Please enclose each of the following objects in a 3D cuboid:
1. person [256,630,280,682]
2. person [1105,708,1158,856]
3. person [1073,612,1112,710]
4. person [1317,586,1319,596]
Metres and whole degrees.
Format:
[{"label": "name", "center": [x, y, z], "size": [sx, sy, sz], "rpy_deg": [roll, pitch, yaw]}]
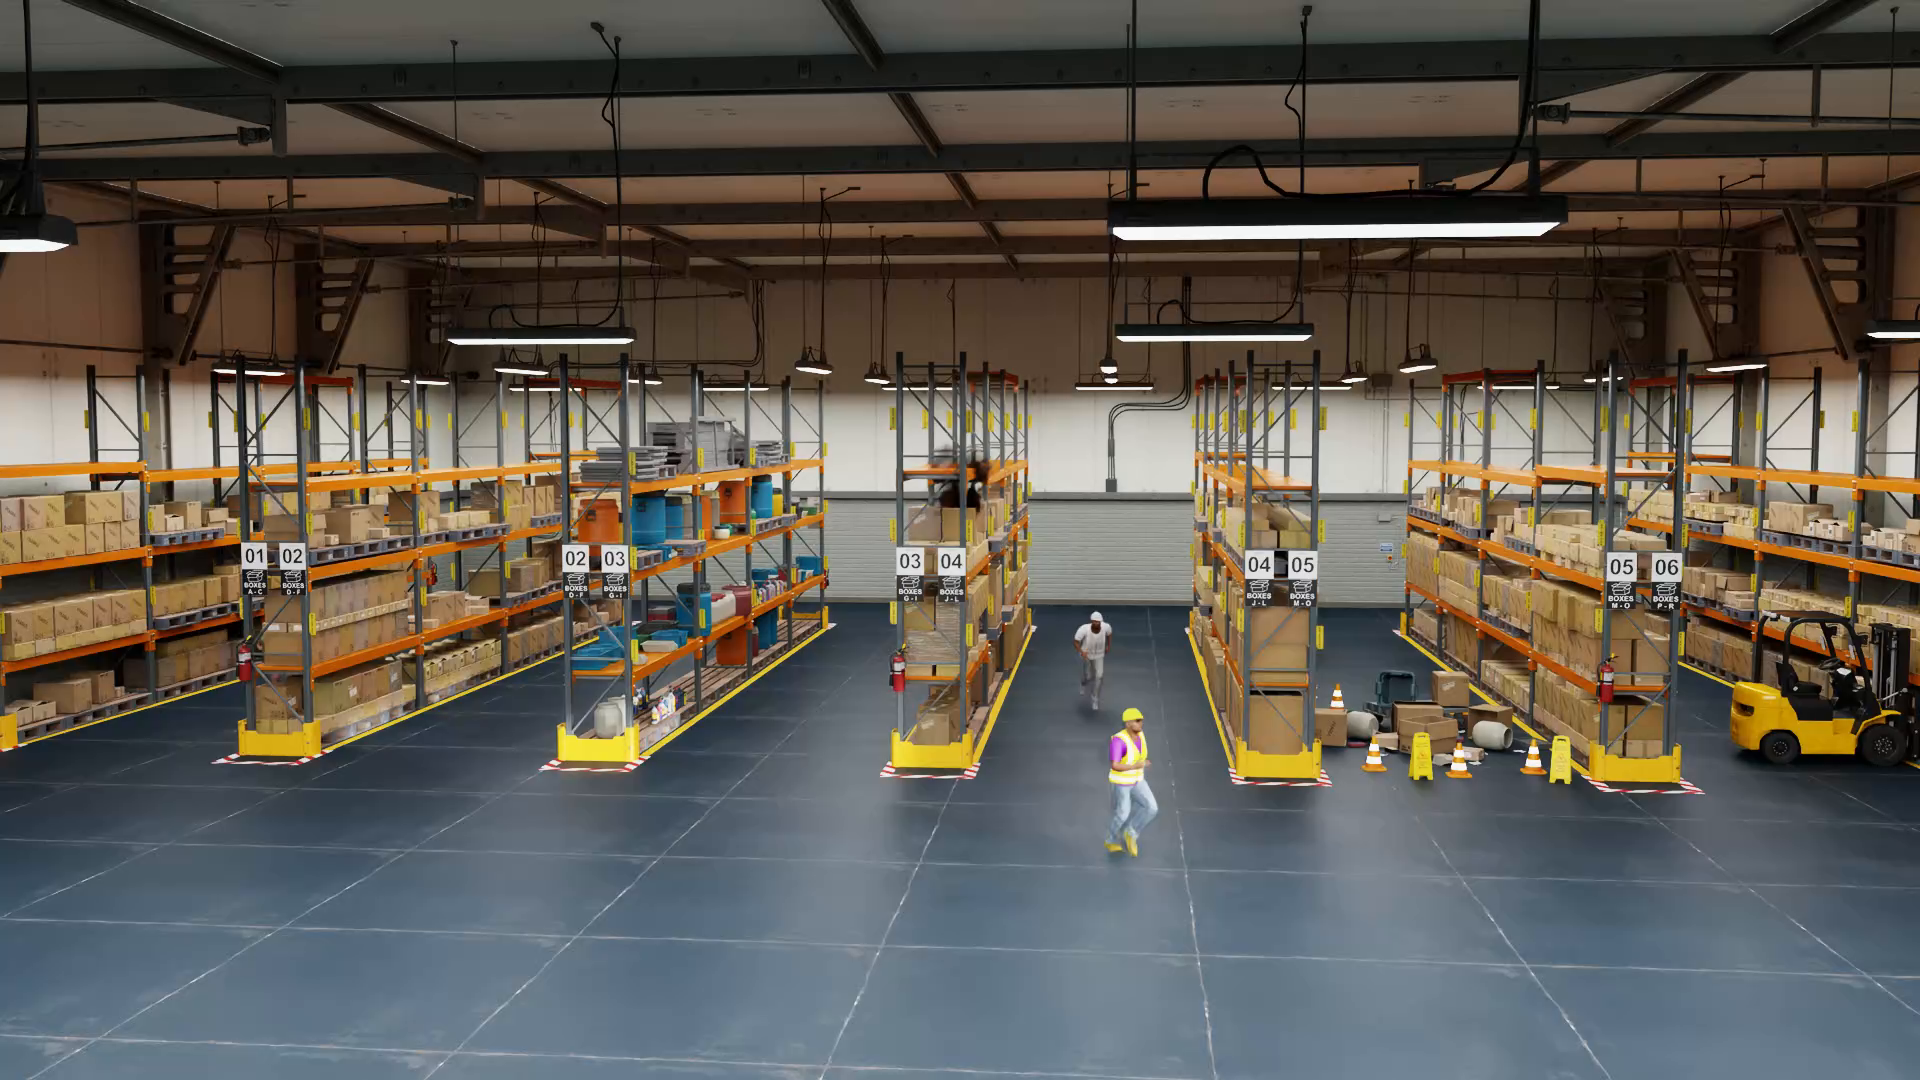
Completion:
[{"label": "person", "center": [-11.914, 2.110, 28.853], "size": [0.529, 1.696, 0.887], "rpy_deg": [0, 4, 2]}, {"label": "person", "center": [1.952, 2.765, 19.036], "size": [0.737, 1.720, 0.784], "rpy_deg": [-4, 6, -43]}, {"label": "person", "center": [2.318, 2.092, 29.362], "size": [0.727, 1.726, 1.034], "rpy_deg": [-1, 4, -15]}, {"label": "person", "center": [7.737, 1.538, 37.078], "size": [0.565, 1.729, 0.758], "rpy_deg": [0, 4, -4]}]
